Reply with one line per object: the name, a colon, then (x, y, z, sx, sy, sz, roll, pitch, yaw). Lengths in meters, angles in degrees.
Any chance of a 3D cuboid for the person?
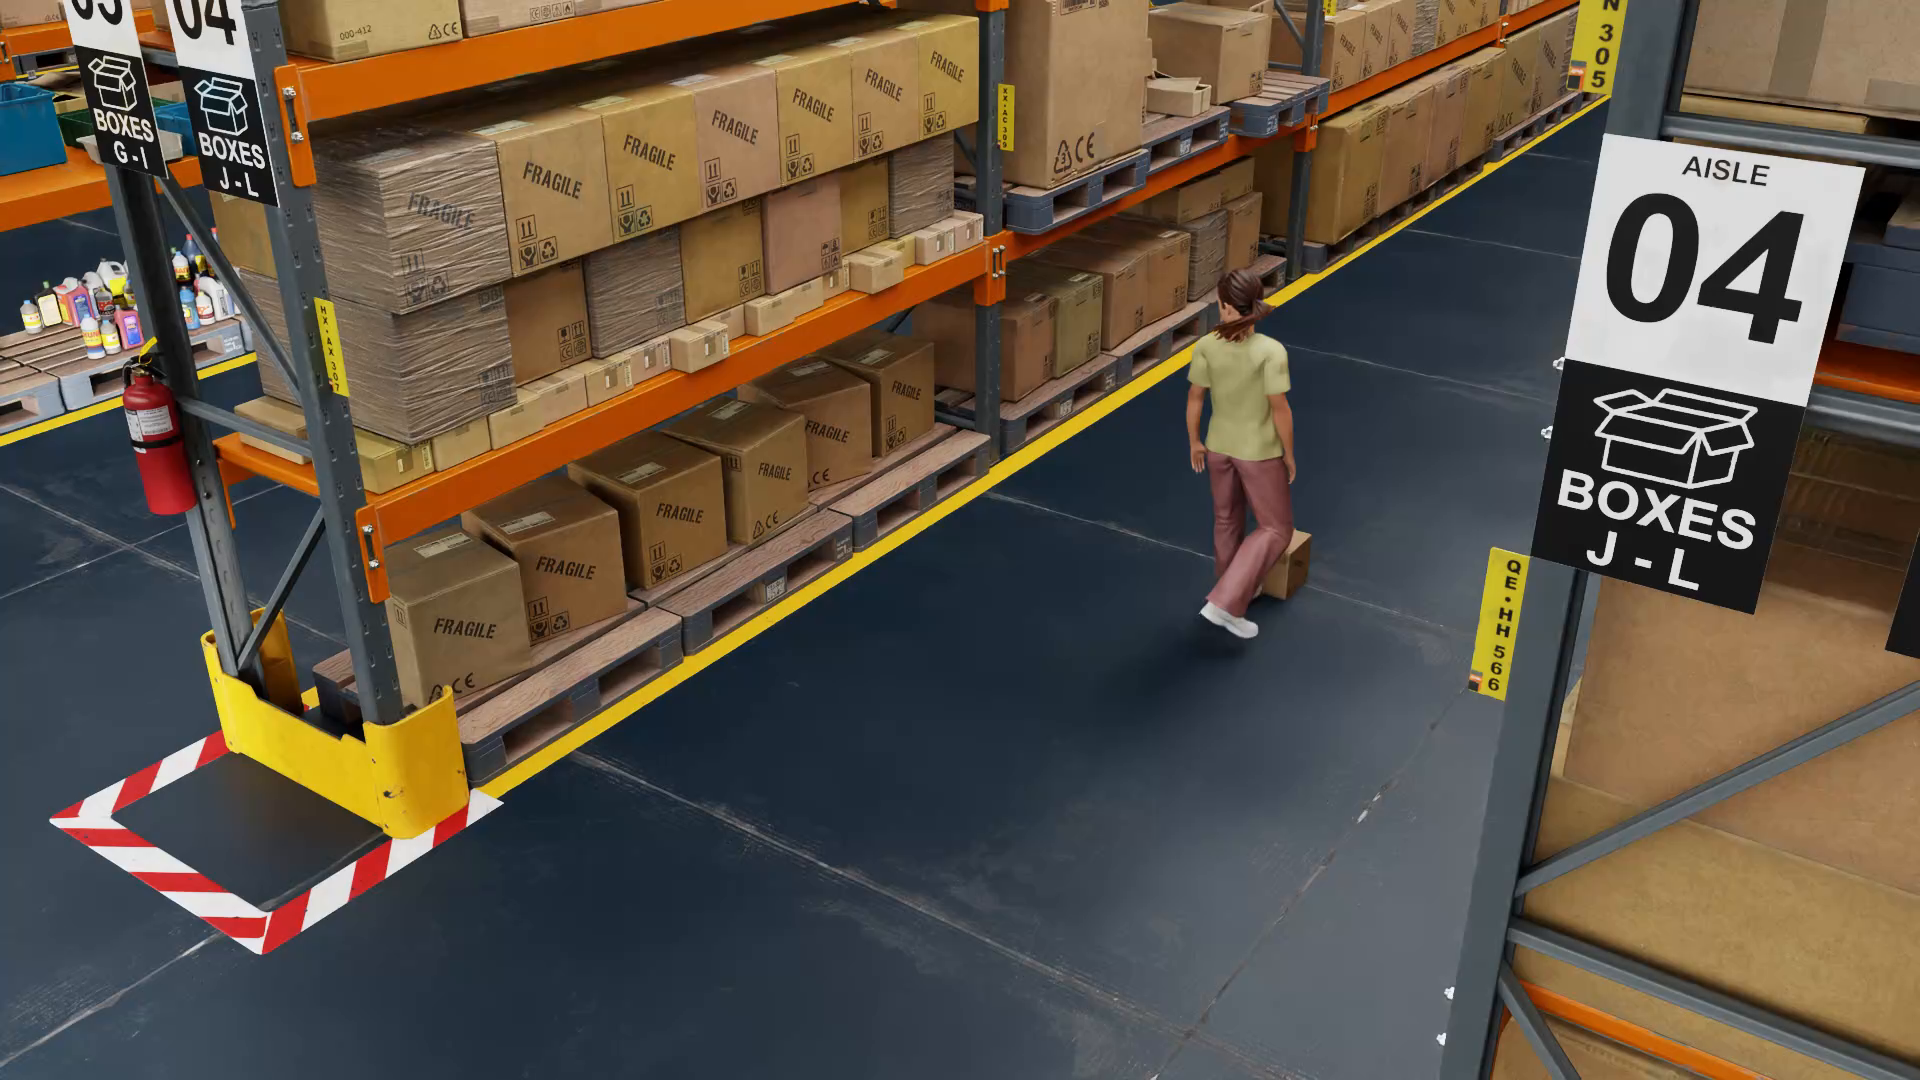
person: (1.240, -0.370, 7.312, 0.490, 1.672, 0.690, 22, 34, 36)
